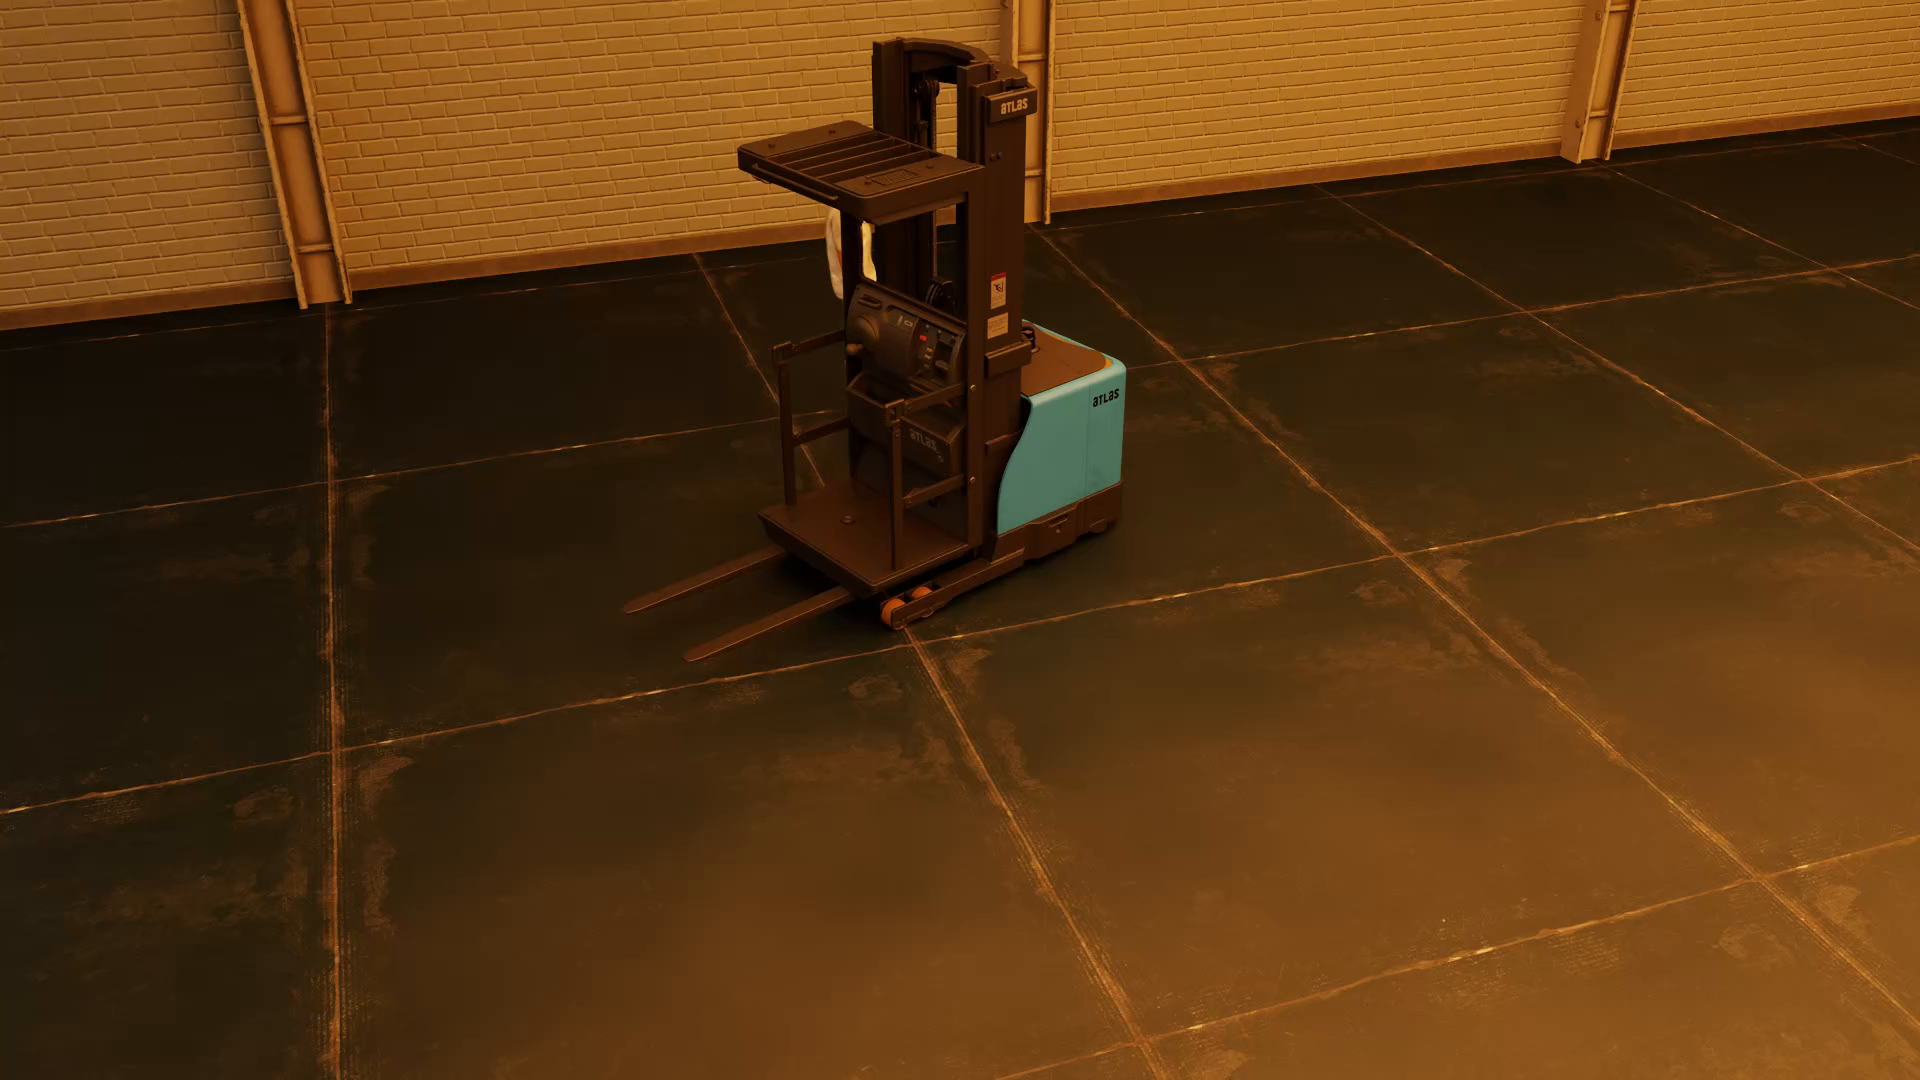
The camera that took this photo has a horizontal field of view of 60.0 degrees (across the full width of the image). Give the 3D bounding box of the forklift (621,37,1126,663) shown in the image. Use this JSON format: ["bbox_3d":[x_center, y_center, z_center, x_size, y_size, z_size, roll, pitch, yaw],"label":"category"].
[{"bbox_3d":[-0.461,-1.072,8.951,3.031,2.935,1.130,-23,37,-34],"label":"forklift"}]

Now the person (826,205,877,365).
[{"bbox_3d":[-0.607,-1.684,11.144,0.560,1.788,0.638,-4,30,-7],"label":"person"}]
